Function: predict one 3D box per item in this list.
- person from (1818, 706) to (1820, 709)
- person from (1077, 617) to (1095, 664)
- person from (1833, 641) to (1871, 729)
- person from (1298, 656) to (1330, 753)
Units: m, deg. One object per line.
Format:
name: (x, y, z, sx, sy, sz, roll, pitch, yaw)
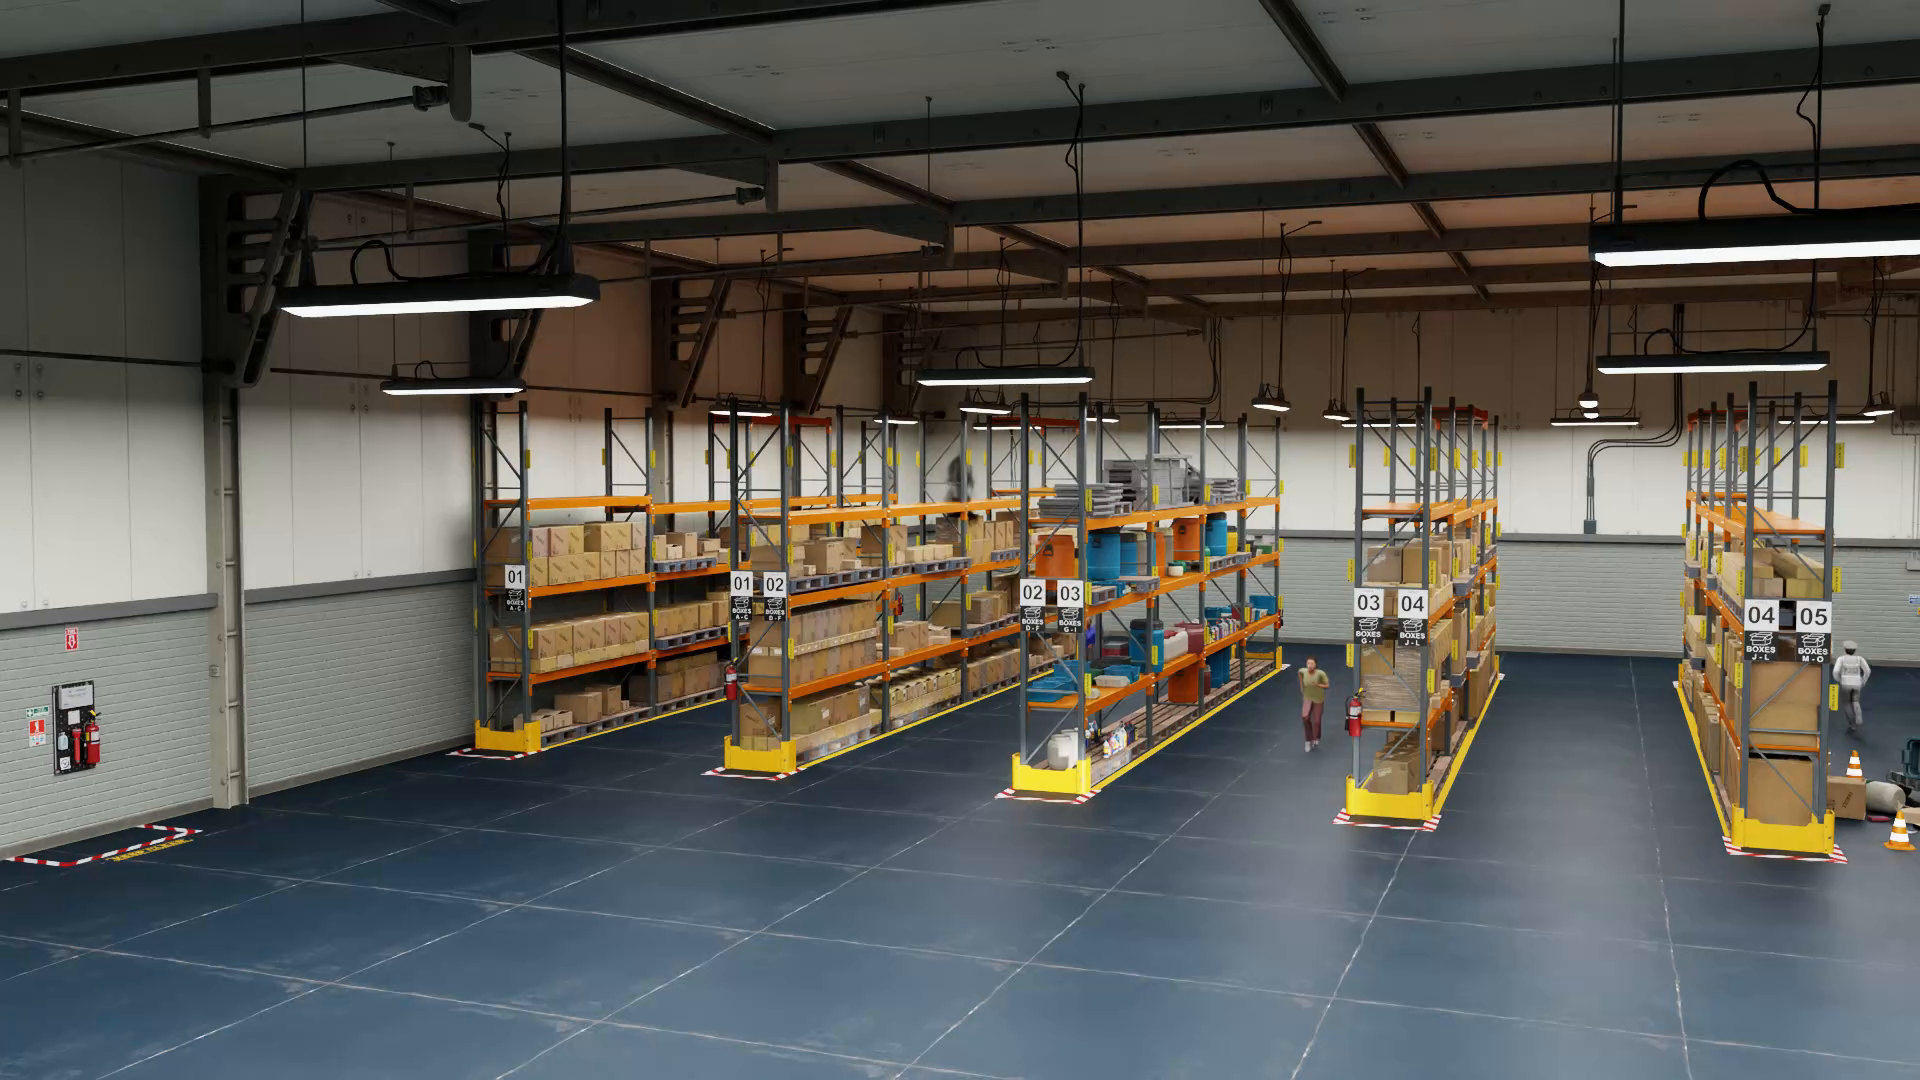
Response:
person: (17.095, 2.504, 33.369, 0.683, 1.715, 0.700, 1, 3, 11)
person: (2.733, 2.455, 35.651, 0.560, 1.621, 0.567, 1, 3, 18)
person: (16.452, 2.695, 30.646, 0.593, 1.660, 0.543, 1, 3, 13)
person: (6.075, 2.794, 28.549, 0.571, 1.644, 0.865, 1, 3, 19)
